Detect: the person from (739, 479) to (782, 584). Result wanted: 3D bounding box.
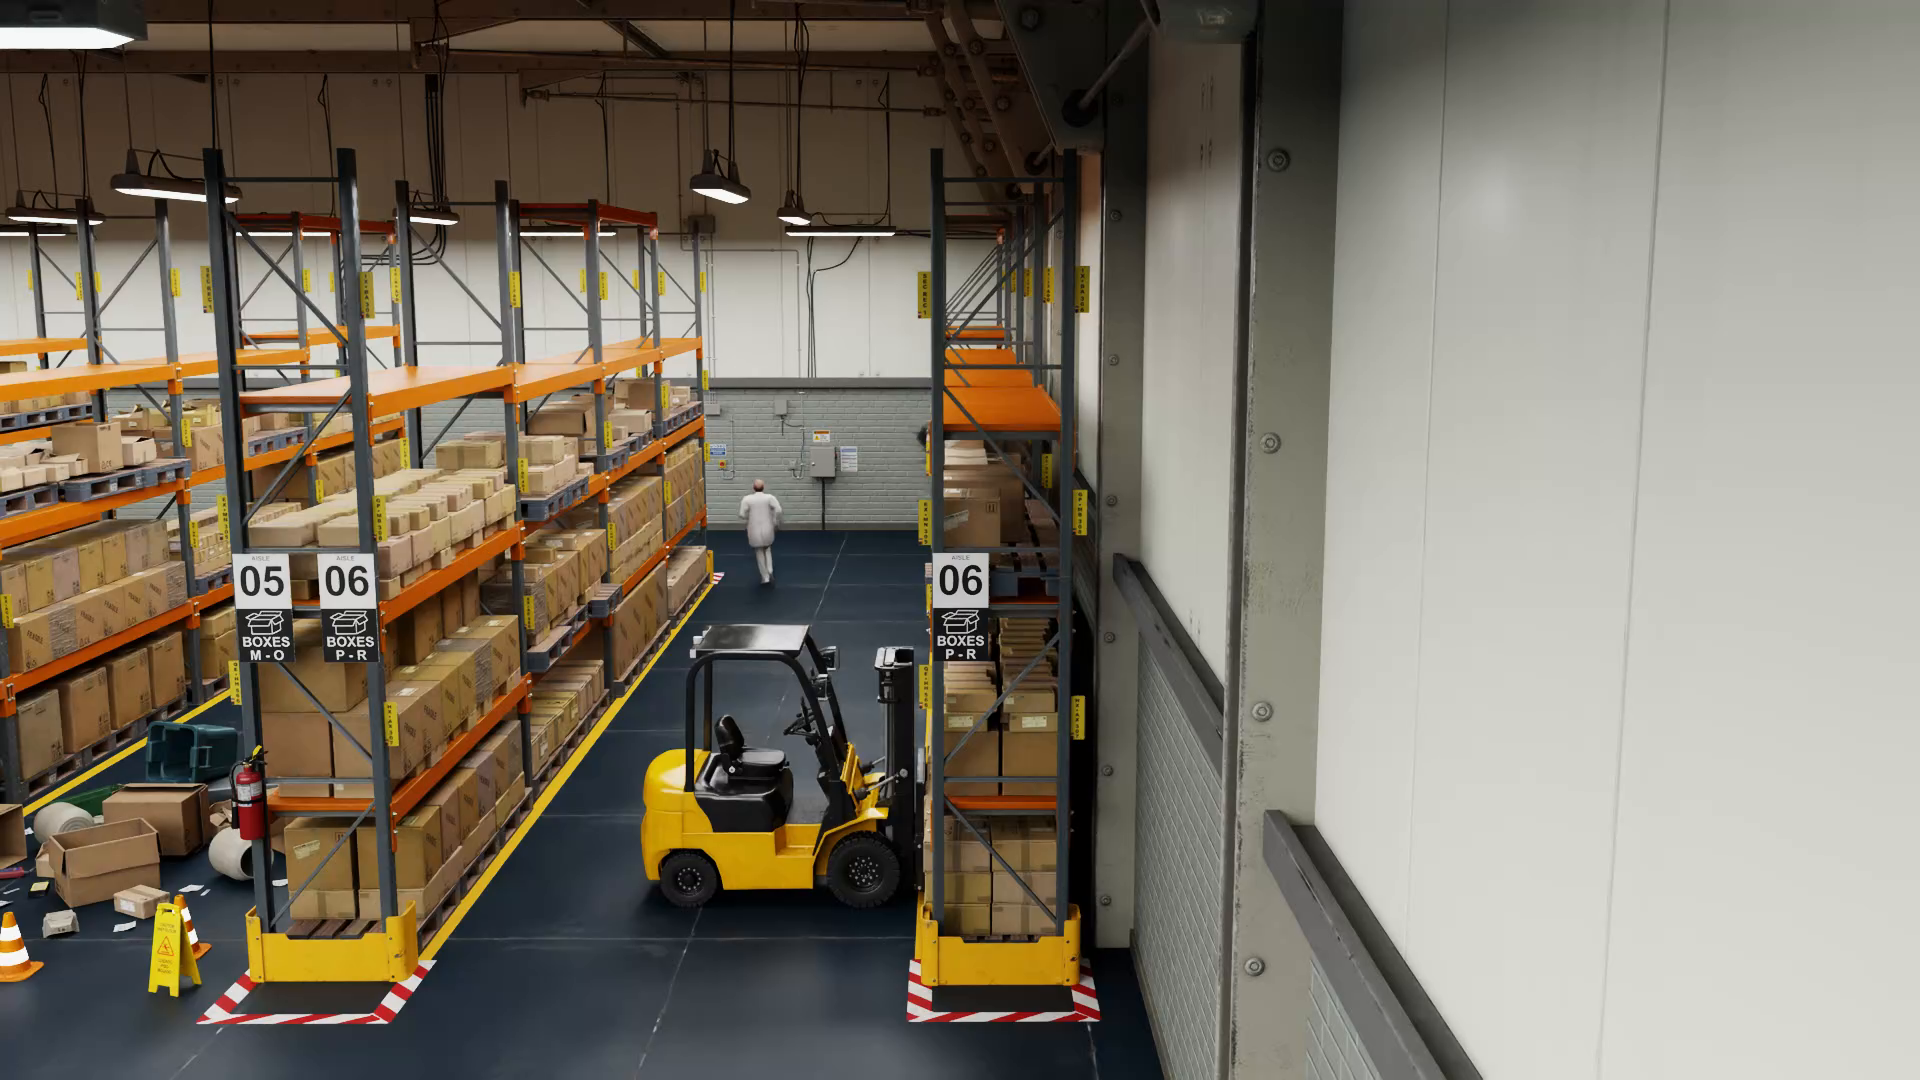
[{"bbox_3d":[-3.340,-0.125,27.812,0.691,1.799,0.640,-2,9,-11],"label":"person"}]
